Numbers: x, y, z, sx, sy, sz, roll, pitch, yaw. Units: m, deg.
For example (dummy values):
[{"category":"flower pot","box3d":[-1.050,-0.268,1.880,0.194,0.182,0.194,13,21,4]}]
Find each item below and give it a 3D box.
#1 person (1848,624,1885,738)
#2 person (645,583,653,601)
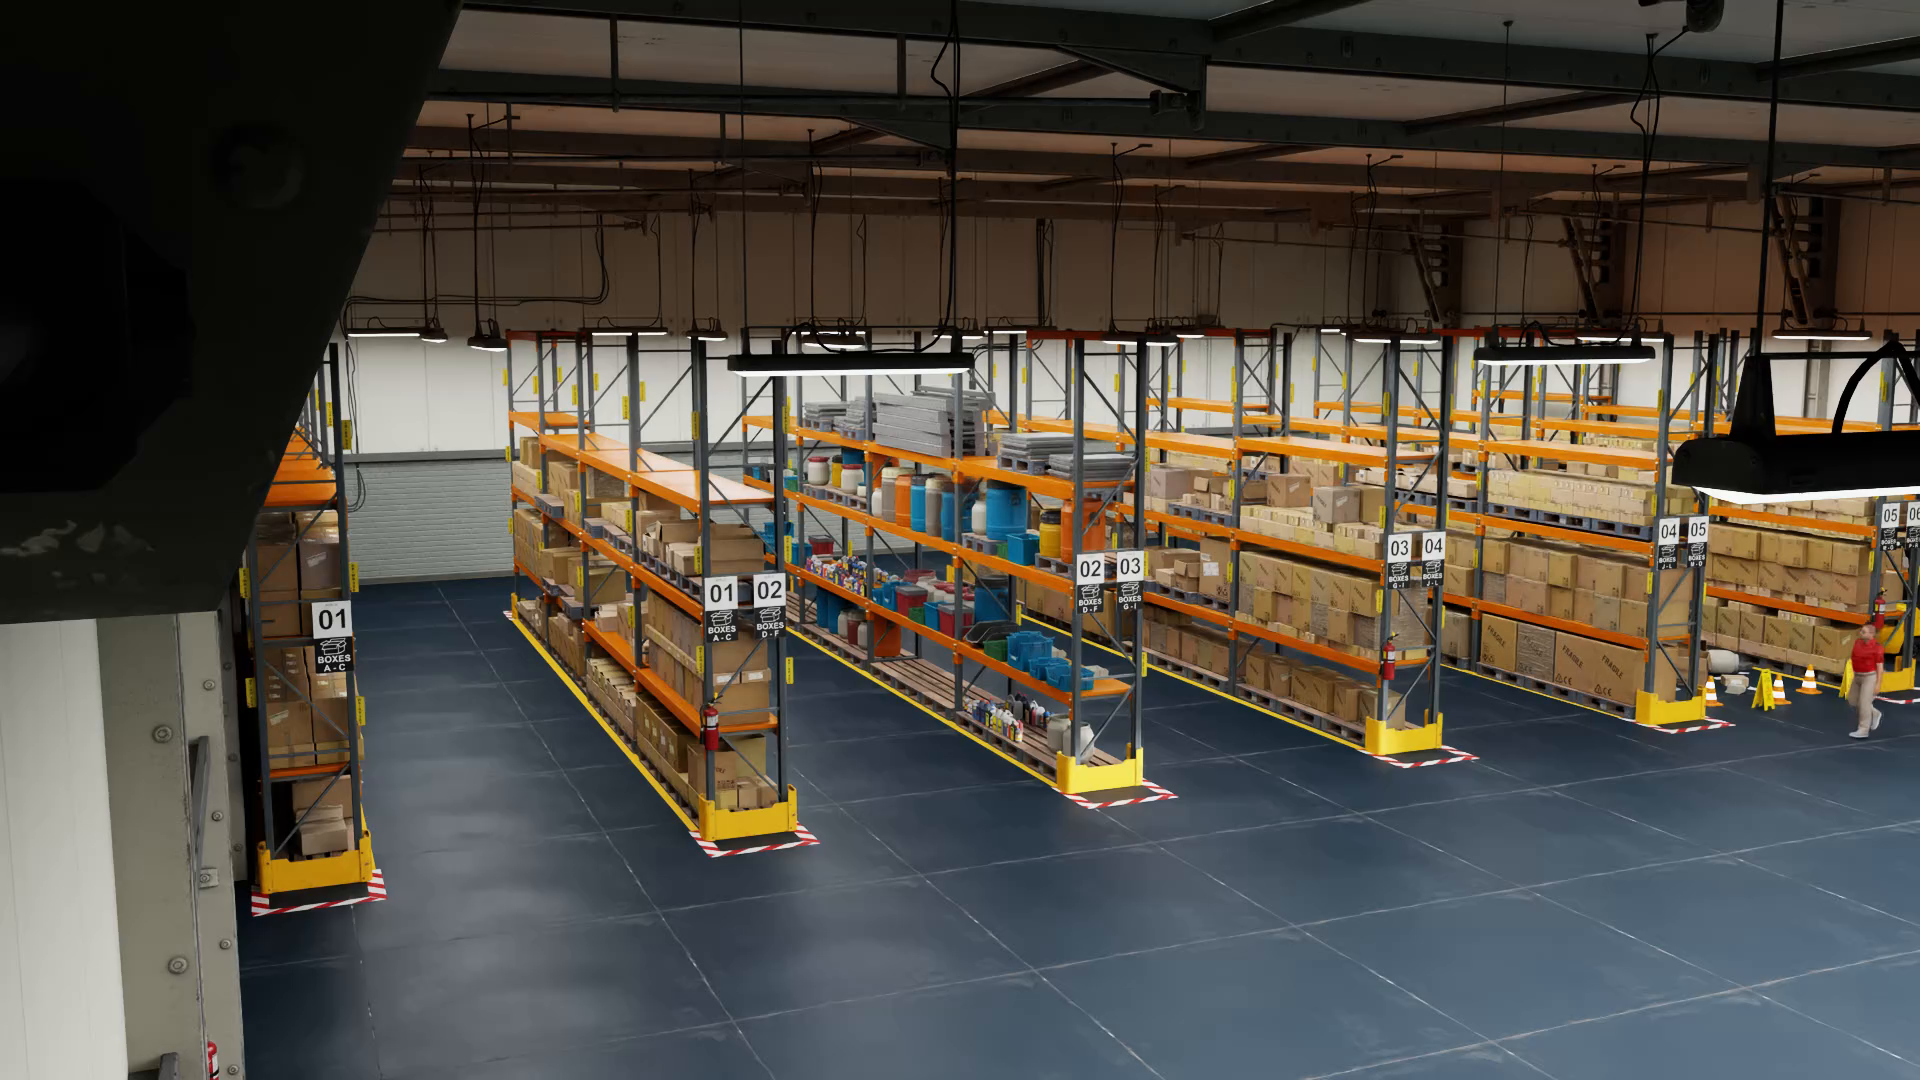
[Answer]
[{"category":"person","box3d":[13.637,2.088,24.932,0.707,1.701,0.549,-2,8,-15]},{"category":"person","box3d":[-5.859,1.195,31.941,0.604,1.620,0.588,-4,9,-28]}]
